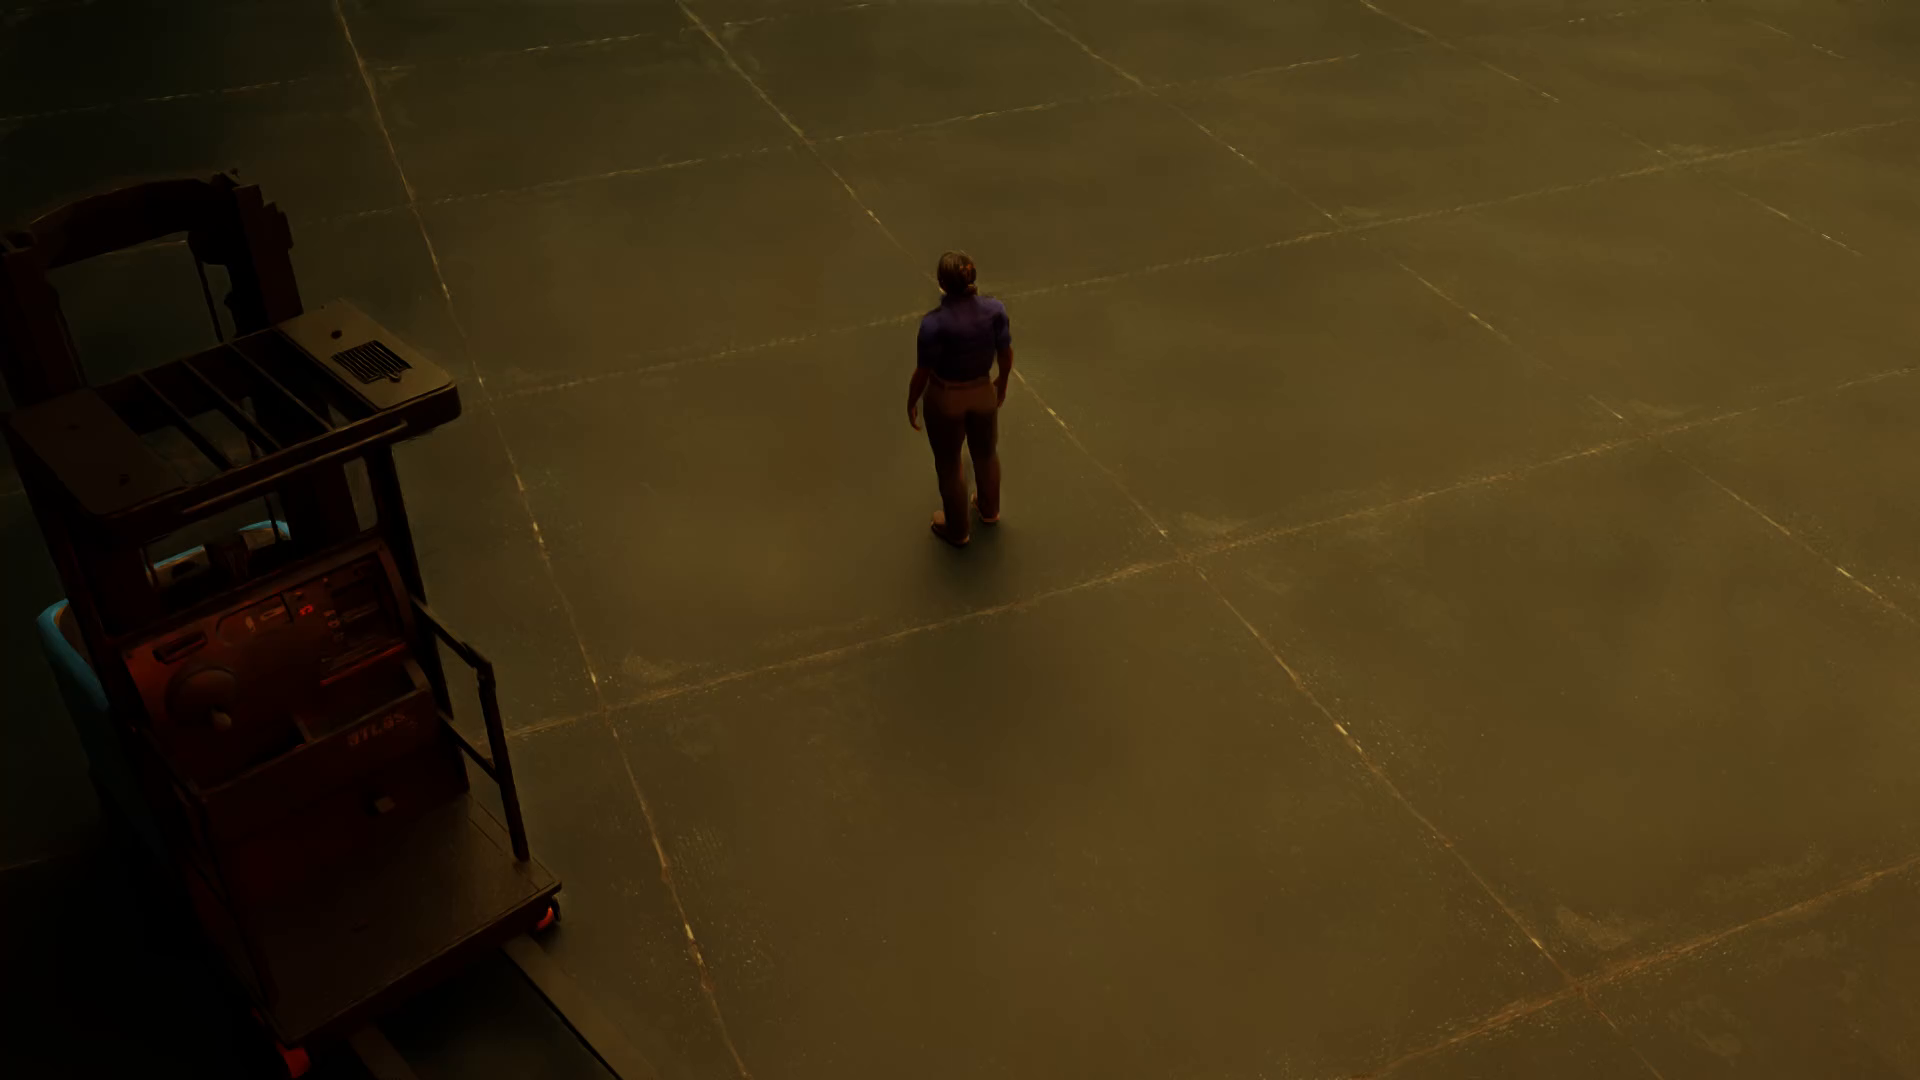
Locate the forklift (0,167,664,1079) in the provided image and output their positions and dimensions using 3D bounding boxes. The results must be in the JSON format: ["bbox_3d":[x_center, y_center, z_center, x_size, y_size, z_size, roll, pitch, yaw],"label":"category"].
[{"bbox_3d":[-2.204,0.386,5.555,1.130,2.935,3.031,-28,44,-34],"label":"forklift"}]

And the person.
[{"bbox_3d":[-0.016,-0.731,8.216,0.570,1.654,0.503,-14,38,-19],"label":"person"}]
